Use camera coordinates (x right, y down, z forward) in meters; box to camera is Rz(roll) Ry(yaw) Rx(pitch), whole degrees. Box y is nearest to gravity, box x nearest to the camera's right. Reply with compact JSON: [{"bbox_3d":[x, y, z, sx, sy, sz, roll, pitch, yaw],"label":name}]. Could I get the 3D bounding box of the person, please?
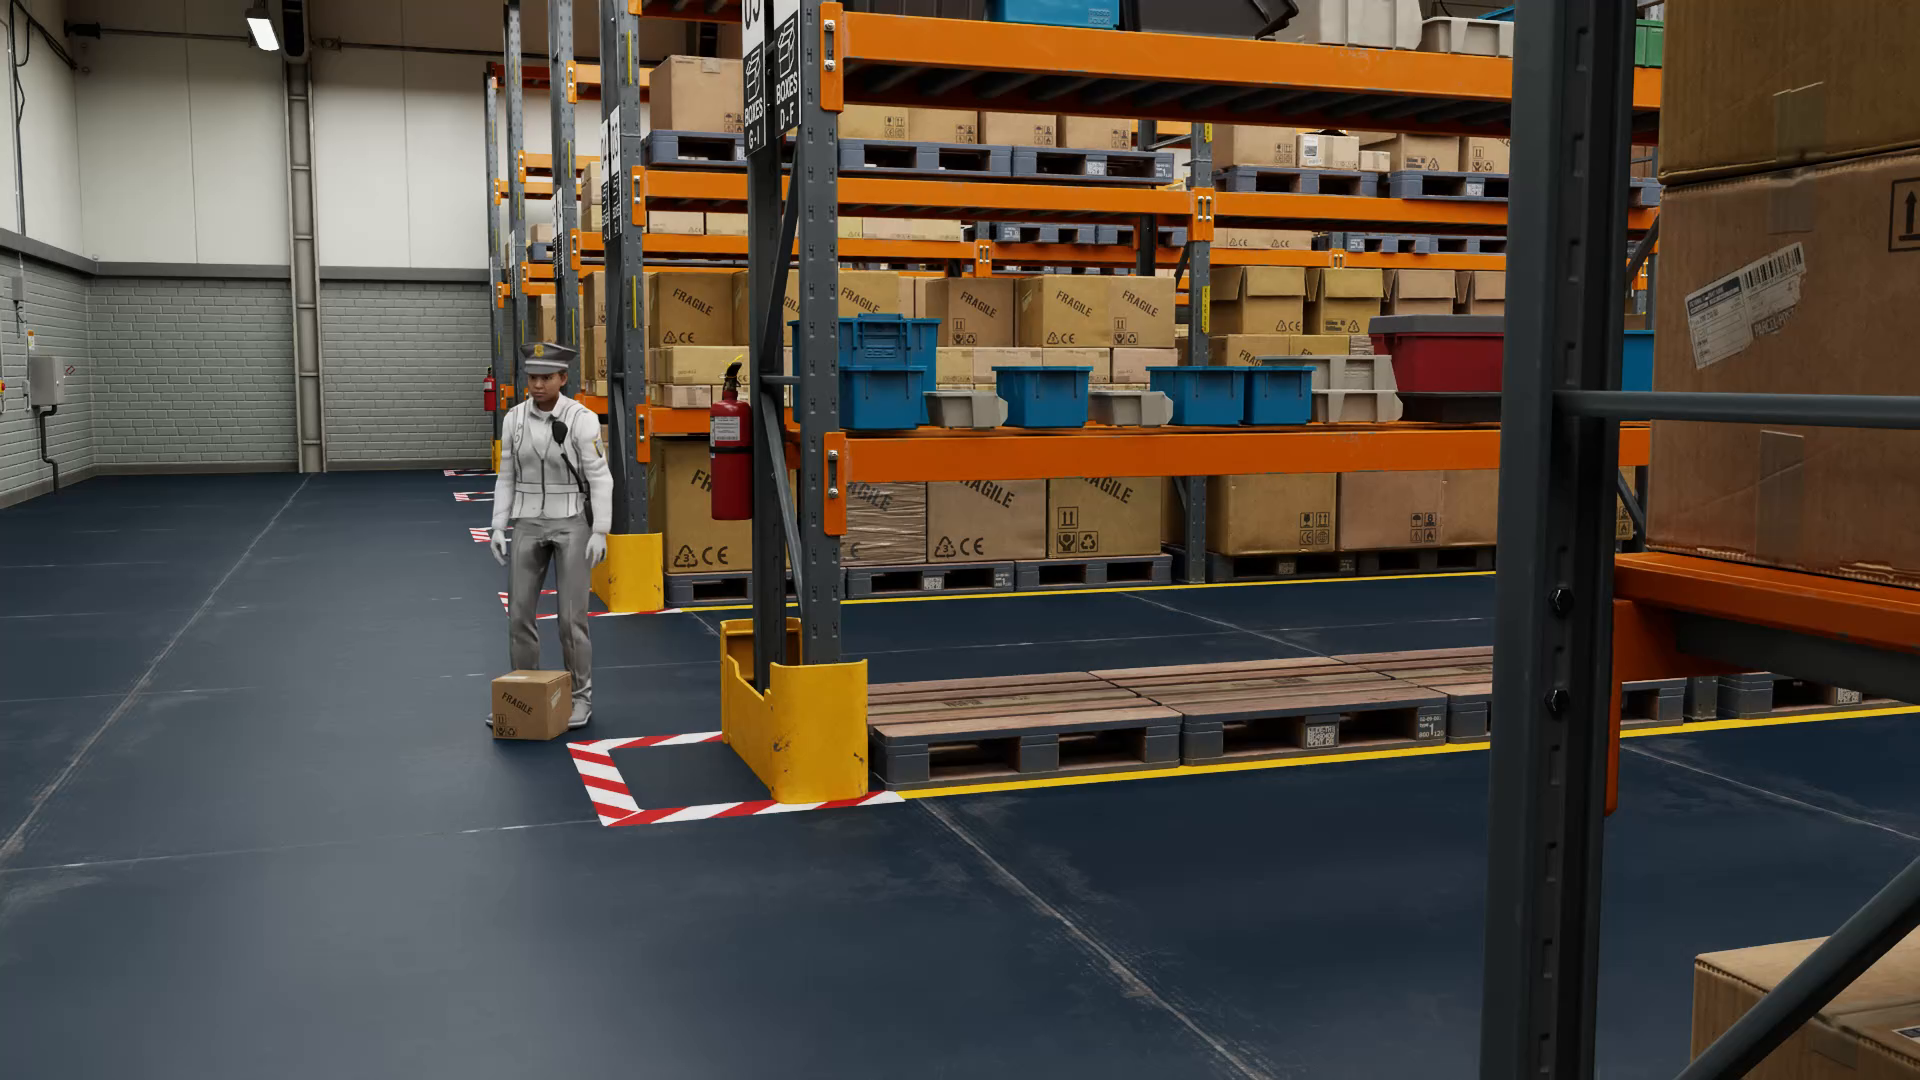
[{"bbox_3d":[-1.788,-0.024,7.270,0.549,1.667,0.370,1,6,8],"label":"person"}]
